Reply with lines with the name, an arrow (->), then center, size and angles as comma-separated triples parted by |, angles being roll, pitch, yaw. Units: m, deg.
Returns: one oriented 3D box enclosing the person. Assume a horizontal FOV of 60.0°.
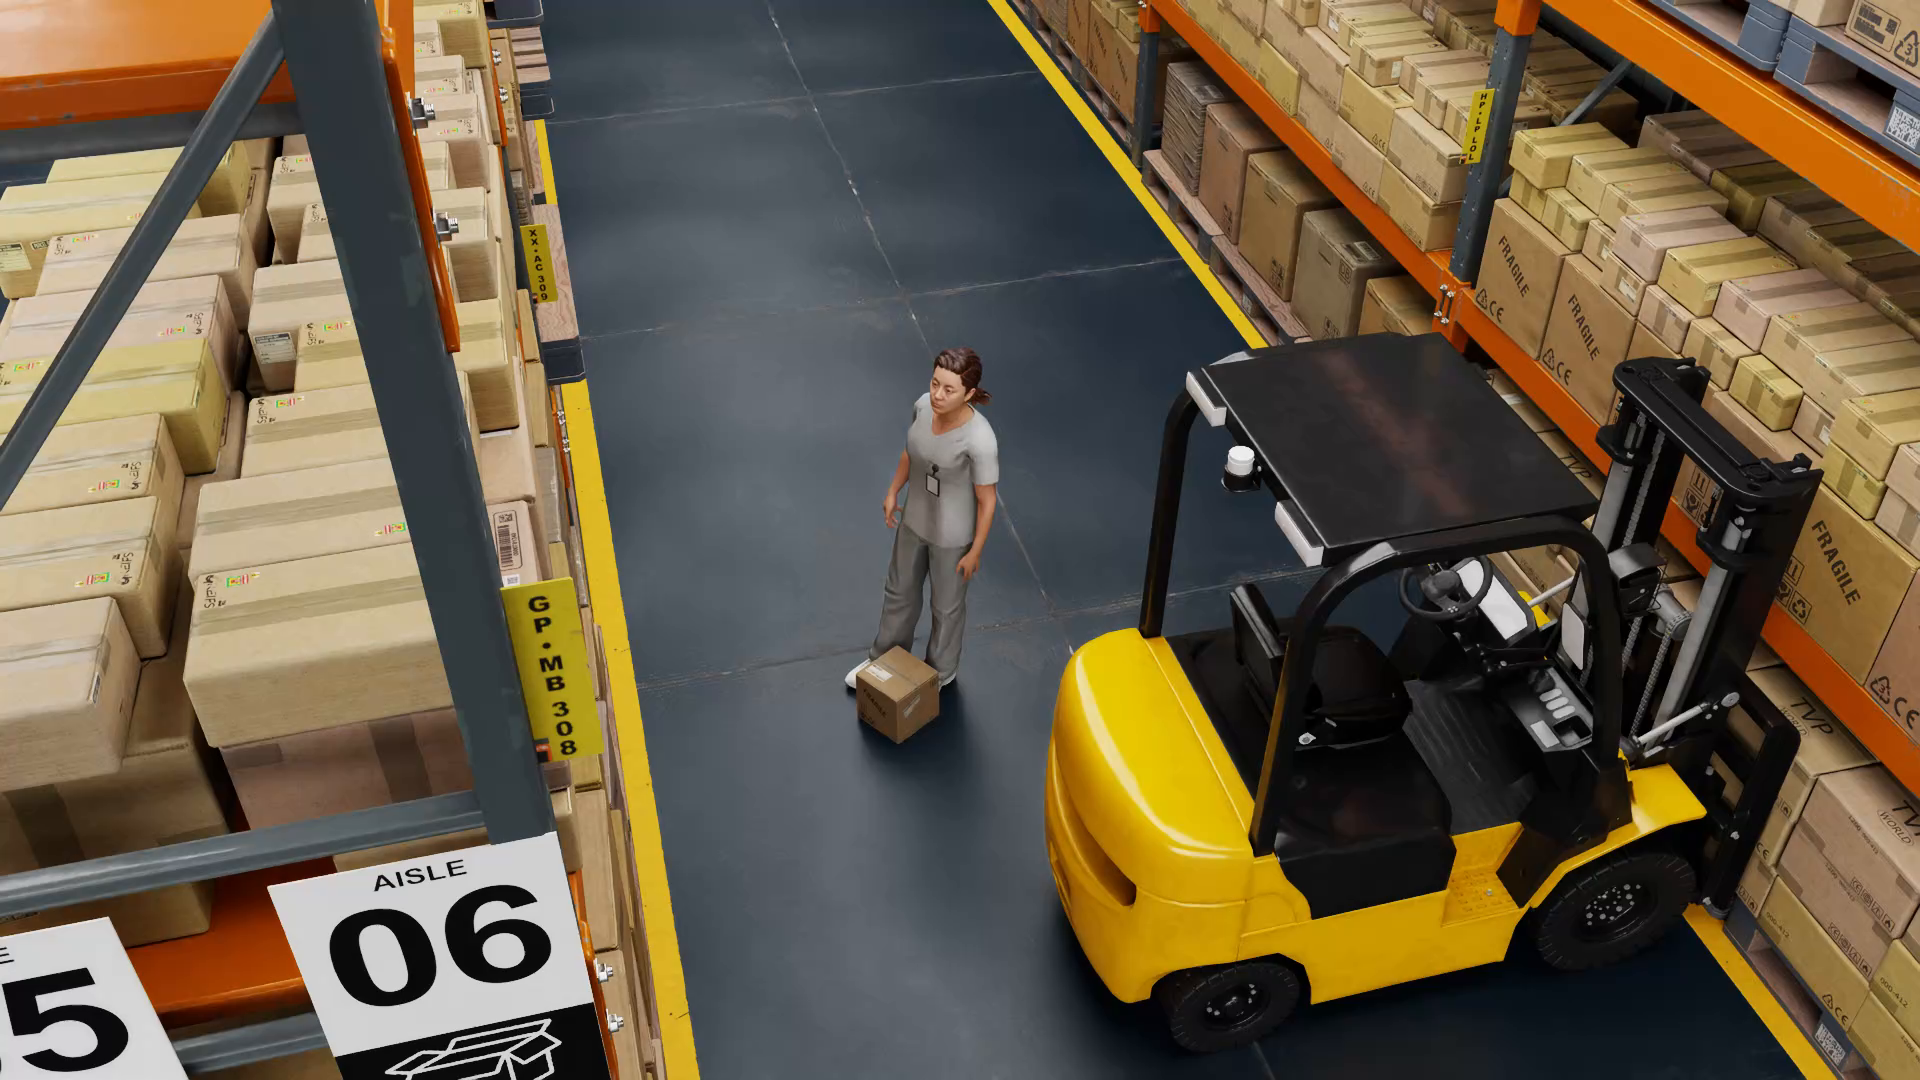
person -> -0.134, -0.023, 6.729 | 0.549, 1.676, 0.549 | -31, 48, -33
